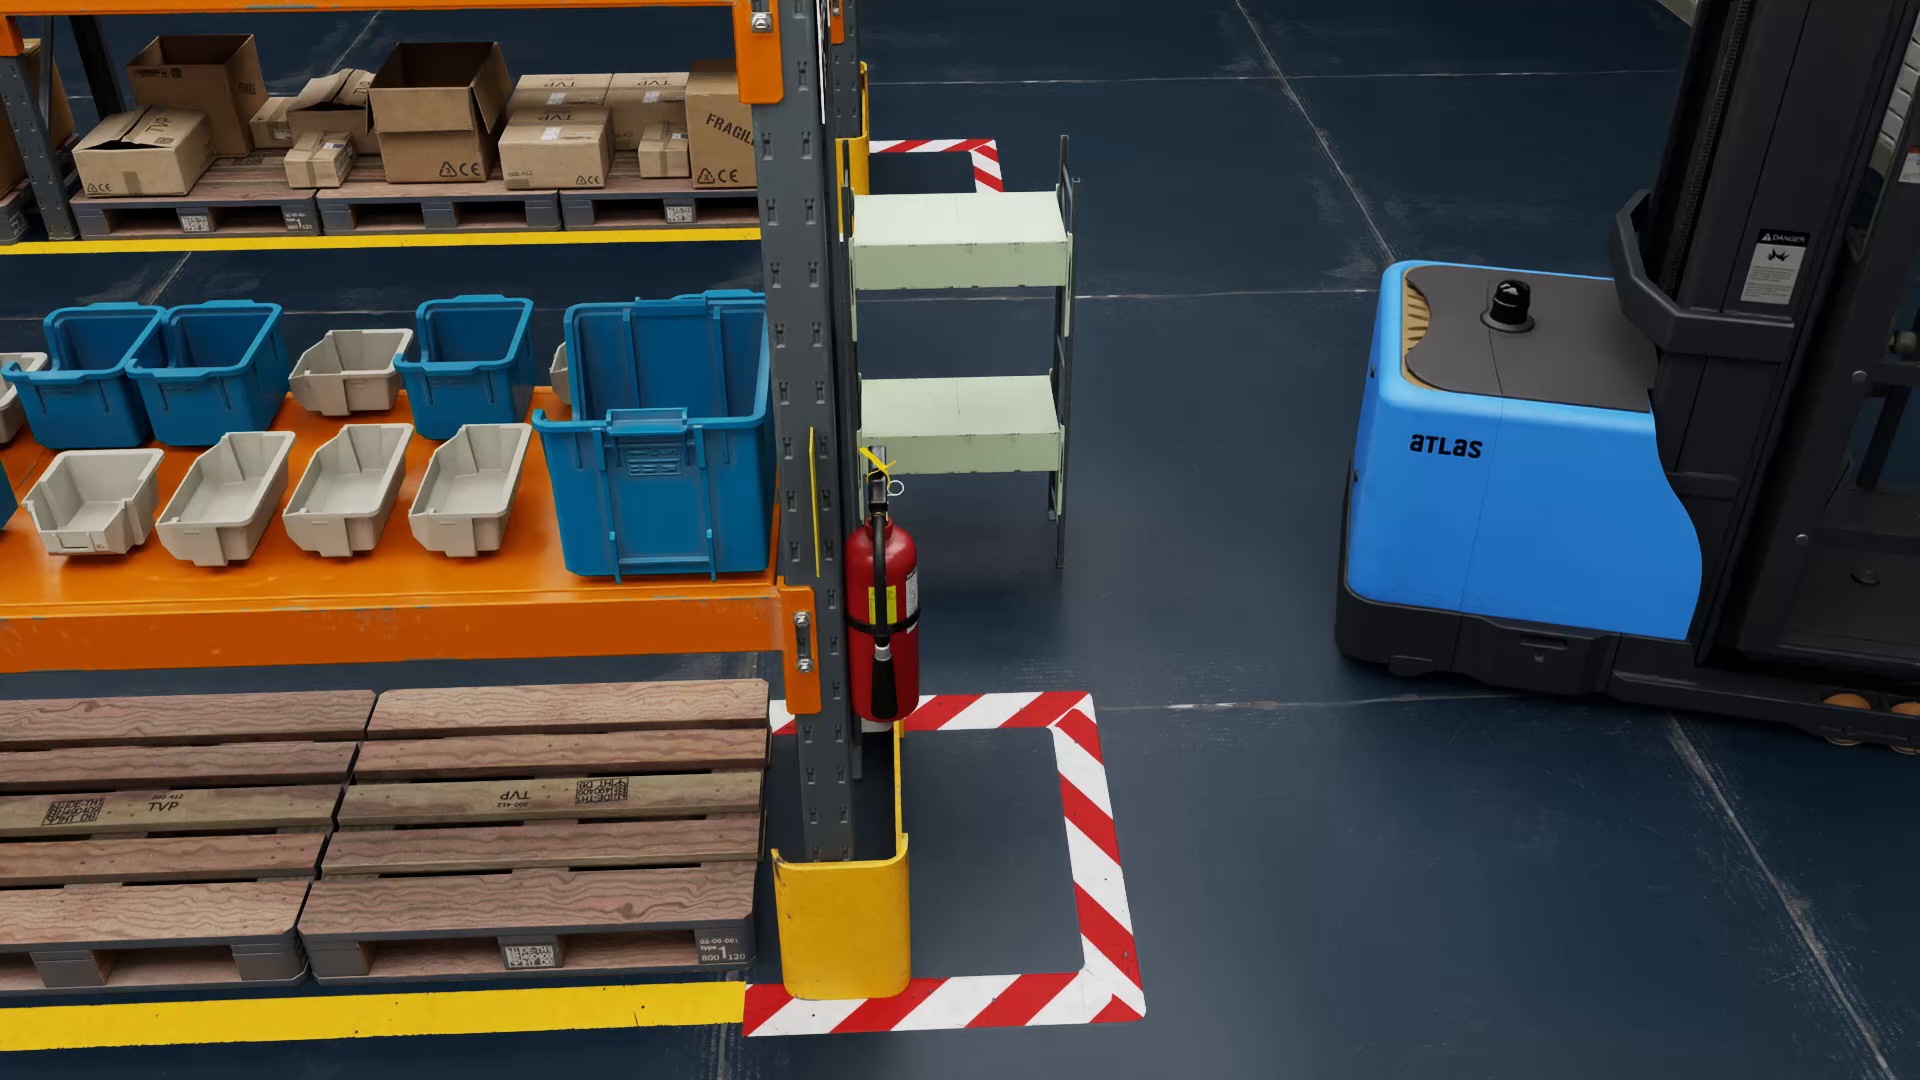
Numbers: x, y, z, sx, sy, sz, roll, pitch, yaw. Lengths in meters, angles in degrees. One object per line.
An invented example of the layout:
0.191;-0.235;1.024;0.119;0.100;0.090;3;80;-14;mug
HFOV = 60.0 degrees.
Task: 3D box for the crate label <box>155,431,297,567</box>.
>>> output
-1.728;-0.095;3.930;0.243;0.136;0.396;-2;35;-2;crate label

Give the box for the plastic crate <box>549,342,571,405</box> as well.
-0.941;-0.460;4.457;0.298;0.136;0.250;-2;35;-2;plastic crate

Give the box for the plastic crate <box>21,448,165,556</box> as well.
-2.023;-0.076;3.903;0.250;0.136;0.298;-2;35;-2;plastic crate

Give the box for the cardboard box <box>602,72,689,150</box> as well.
-1.642;-2.324;9.001;0.500;0.250;0.500;-2;35;-2;cardboard box

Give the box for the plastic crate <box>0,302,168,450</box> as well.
-2.232;-0.417;4.311;0.300;0.233;0.416;-2;35;-2;plastic crate

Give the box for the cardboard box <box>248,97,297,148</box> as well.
-3.654;-2.262;9.001;0.250;0.149;0.380;-2;35;-2;cardboard box

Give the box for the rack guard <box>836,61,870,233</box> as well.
-0.661;-2.110;8.860;0.348;0.500;1.175;-2;35;-2;rack guard

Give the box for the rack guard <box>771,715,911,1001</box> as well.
-0.331;0.695;4.806;0.348;0.500;1.175;-2;35;-2;rack guard

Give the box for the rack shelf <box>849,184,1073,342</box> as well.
-0.007;-0.937;5.601;0.720;0.370;0.431;-2;35;-2;rack shelf

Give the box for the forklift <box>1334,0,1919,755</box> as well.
2.841;-0.859;4.915;3.031;2.935;1.130;7;35;10;forklift

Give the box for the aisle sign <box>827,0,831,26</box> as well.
-0.297;-1.564;3.590;0.004;0.787;0.394;-2;35;-2;aisle sign

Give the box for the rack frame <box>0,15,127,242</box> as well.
-4.581;-3.032;7.996;0.127;3.000;1.000;-2;35;-2;rack frame

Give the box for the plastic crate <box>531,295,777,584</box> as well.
-0.680;-0.248;3.889;0.499;0.435;0.616;-2;35;-2;plastic crate

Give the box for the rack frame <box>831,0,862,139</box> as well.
-0.586;-3.140;8.152;0.127;3.000;1.000;-2;35;-2;rack frame

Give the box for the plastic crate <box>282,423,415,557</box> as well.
-1.451;-0.116;3.961;0.243;0.136;0.396;-2;35;-2;plastic crate

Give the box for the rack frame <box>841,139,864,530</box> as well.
-0.372;-0.607;5.809;0.023;1.500;0.400;-2;35;-2;rack frame

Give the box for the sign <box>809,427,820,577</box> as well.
-0.313;-0.079;3.585;0.005;0.325;0.100;-2;35;-2;sign

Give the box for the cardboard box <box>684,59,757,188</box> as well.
-1.117;-2.139;8.514;0.500;0.500;0.500;-2;35;-2;cardboard box

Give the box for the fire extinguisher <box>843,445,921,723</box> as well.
-0.183;0.115;3.844;0.183;0.674;0.296;-2;35;-2;fire extinguisher

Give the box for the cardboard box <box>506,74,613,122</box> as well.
-2.141;-2.310;8.982;0.500;0.250;0.500;-2;35;-2;cardboard box

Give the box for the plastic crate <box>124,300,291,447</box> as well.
-1.932;-0.425;4.323;0.300;0.233;0.416;-2;35;-2;plastic crate

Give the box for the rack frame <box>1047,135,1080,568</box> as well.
0.359;-0.626;5.837;0.023;1.500;0.400;-2;35;-2;rack frame

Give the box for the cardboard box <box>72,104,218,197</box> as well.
-4.152;-1.996;8.474;0.500;0.311;0.500;-2;35;-2;cardboard box

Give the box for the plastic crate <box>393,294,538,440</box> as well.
-1.275;-0.443;4.349;0.300;0.233;0.416;-2;35;-2;plastic crate

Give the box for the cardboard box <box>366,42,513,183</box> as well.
-2.705;-2.240;8.658;0.637;0.503;0.797;-2;35;-2;cardboard box

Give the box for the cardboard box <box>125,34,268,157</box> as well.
-4.025;-2.362;8.837;0.500;0.500;0.500;-2;35;-2;cardboard box

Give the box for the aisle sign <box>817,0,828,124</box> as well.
-0.269;-1.229;3.105;0.004;0.787;0.394;-2;35;-2;aisle sign

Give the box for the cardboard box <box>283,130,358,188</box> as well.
-3.288;-1.966;8.557;0.250;0.166;0.380;-2;35;-2;cardboard box

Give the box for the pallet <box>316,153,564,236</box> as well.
-2.673;-1.938;8.865;1.213;0.211;1.003;-2;35;-2;pallet

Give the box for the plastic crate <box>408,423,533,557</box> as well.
-1.161;-0.116;3.960;0.243;0.136;0.396;-2;35;-2;plastic crate

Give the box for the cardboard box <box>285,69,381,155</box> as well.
-3.276;-2.305;8.920;0.500;0.311;0.500;-2;35;-2;cardboard box

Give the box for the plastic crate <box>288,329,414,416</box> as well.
-1.619;-0.441;4.431;0.298;0.136;0.250;-2;35;-2;plastic crate

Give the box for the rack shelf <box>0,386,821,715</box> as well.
-2.353;0.025;4.210;4.000;0.370;1.077;-2;35;-2;rack shelf

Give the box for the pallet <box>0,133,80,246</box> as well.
-5.392;-1.842;8.727;1.213;0.211;1.003;-2;35;-2;pallet

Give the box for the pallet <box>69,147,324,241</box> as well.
-3.895;-1.904;8.815;1.213;0.211;1.003;-2;35;-2;pallet

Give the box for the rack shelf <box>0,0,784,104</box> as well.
-2.353;-1.208;3.356;4.000;0.370;1.077;-2;35;-2;rack shelf

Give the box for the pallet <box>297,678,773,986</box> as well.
-1.180;0.822;4.876;1.213;0.211;1.003;-2;35;-2;pallet

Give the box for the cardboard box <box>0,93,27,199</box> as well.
-5.060;-2.009;8.327;0.500;0.500;0.500;-2;35;-2;cardboard box

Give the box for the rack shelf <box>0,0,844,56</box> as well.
-2.583;-2.790;8.278;4.000;0.370;1.077;-2;35;-2;rack shelf

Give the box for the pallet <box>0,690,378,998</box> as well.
-2.396;0.854;4.831;1.213;0.211;1.003;-2;35;-2;pallet

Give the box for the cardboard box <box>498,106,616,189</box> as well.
-2.067;-2.027;8.573;0.500;0.250;0.500;-2;35;-2;cardboard box

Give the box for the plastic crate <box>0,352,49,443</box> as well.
-2.625;-0.351;4.300;0.466;0.136;0.293;-2;35;-2;plastic crate

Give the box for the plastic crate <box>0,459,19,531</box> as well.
-2.394;-0.079;3.823;0.300;0.233;0.416;-2;35;-2;plastic crate

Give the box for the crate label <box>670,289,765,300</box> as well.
-0.617;-0.461;4.374;0.303;0.233;0.416;-2;35;-2;crate label

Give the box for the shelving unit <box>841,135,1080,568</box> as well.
-0.007;-0.617;5.823;0.755;1.500;0.431;-2;35;-2;shelving unit

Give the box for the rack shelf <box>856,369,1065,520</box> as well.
-0.007;-0.348;6.008;0.720;0.370;0.431;-2;35;-2;rack shelf

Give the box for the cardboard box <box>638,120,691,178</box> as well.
-1.526;-2.042;8.667;0.250;0.166;0.380;-2;35;-2;cardboard box

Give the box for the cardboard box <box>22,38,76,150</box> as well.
-5.076;-2.311;8.763;0.500;0.500;0.500;-3;35;-4;cardboard box

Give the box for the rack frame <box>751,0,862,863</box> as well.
-0.355;-0.324;4.083;0.127;3.000;1.000;-2;35;-2;rack frame

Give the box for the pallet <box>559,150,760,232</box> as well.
-1.458;-1.969;8.910;1.213;0.211;1.003;-2;35;-2;pallet
